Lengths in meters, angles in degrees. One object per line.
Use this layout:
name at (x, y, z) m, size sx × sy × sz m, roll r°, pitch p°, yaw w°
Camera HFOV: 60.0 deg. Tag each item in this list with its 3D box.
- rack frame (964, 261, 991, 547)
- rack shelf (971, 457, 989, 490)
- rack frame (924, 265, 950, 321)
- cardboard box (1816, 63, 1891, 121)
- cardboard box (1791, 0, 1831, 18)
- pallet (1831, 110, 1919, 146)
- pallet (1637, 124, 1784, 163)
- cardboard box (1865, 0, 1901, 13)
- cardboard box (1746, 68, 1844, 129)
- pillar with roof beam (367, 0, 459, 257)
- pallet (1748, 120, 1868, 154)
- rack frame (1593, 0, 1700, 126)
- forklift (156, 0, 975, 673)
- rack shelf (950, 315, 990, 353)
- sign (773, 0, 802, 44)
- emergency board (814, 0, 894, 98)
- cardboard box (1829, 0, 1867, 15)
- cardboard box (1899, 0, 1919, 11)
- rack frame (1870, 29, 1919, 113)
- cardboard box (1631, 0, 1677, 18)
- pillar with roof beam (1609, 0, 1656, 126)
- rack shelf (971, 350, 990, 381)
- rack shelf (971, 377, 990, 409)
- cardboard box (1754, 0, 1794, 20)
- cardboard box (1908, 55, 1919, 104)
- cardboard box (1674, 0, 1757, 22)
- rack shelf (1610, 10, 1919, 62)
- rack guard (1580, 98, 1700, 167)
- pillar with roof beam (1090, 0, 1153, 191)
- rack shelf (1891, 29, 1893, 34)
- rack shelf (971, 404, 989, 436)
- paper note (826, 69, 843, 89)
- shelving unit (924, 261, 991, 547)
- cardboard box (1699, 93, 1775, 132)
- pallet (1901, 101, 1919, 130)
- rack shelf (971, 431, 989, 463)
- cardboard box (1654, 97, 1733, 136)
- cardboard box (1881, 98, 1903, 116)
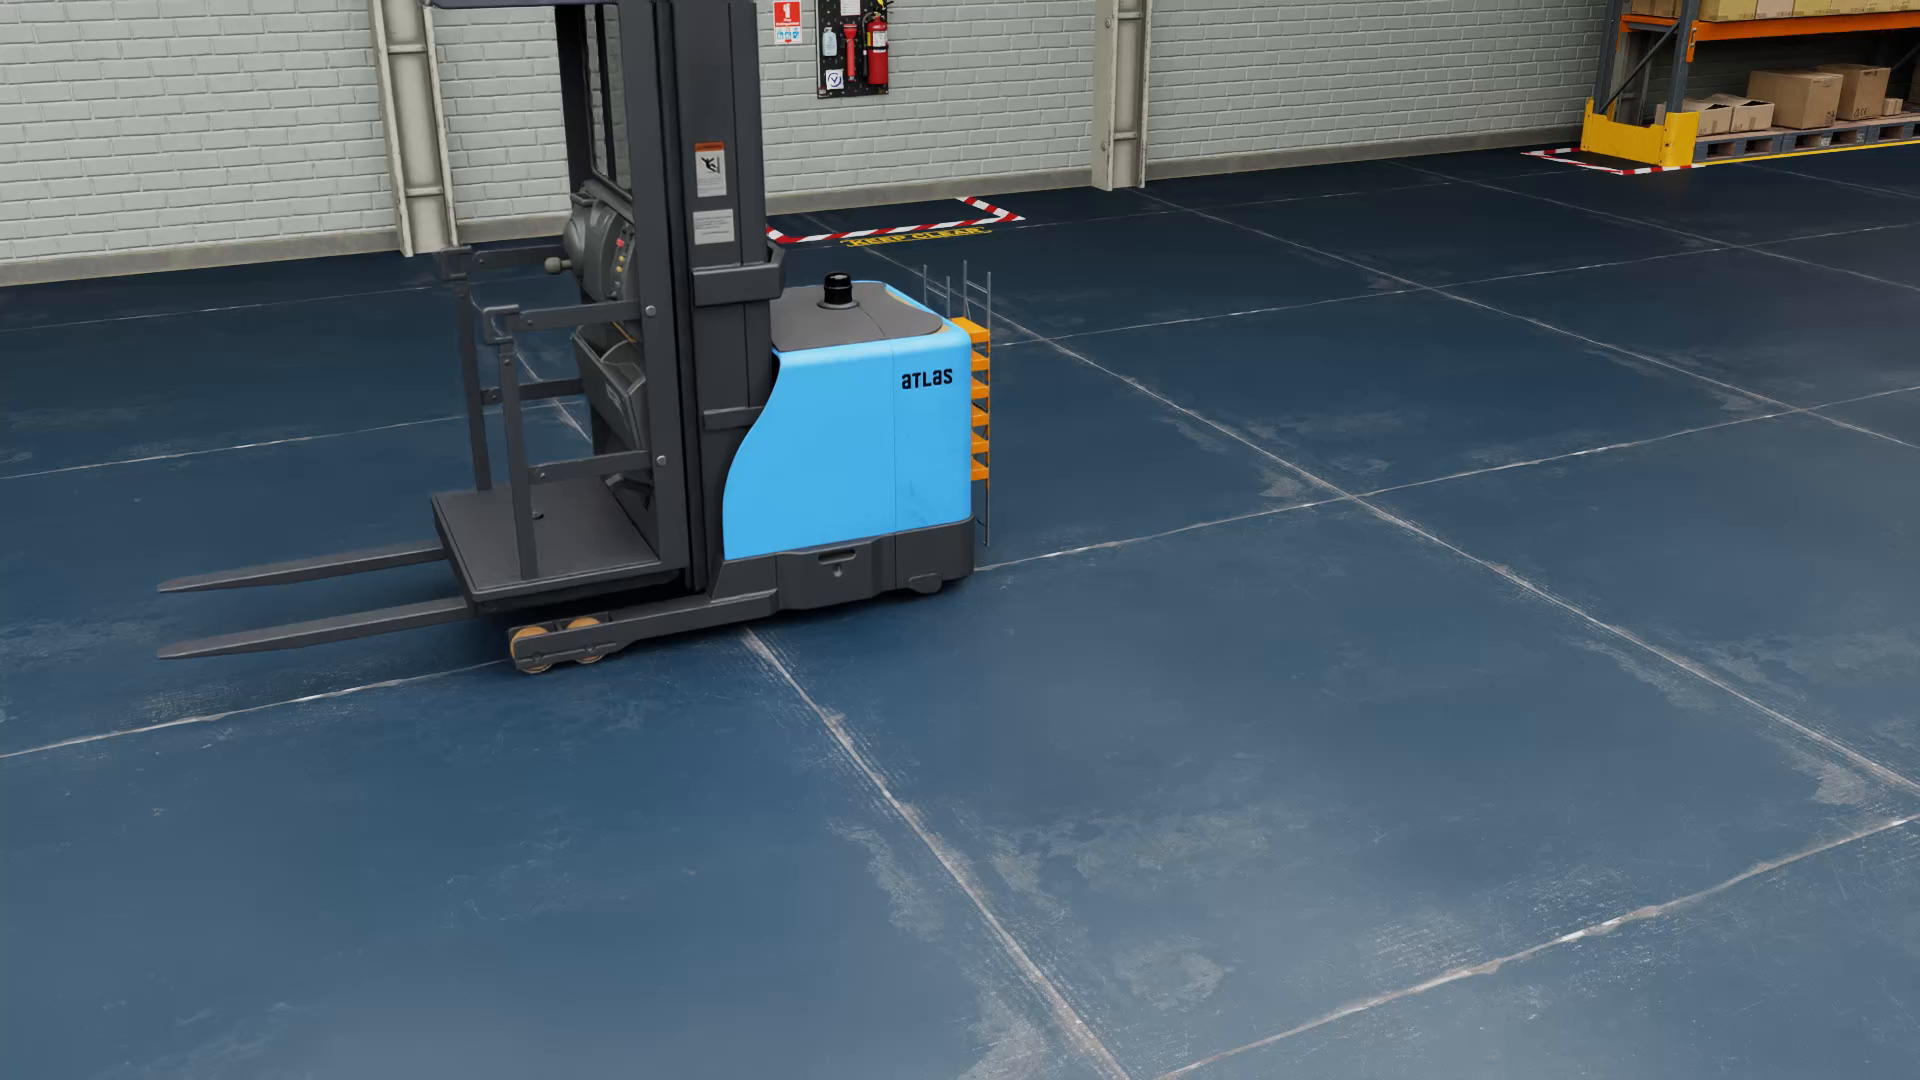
rack frame at (0.069, -0.567, 7.051) m, size 0.006 × 1.200 × 0.240 m, roll -10°, pitch 25°, yaw -24°
rack shelf at (-0.013, -0.289, 7.124) m, size 0.180 × 0.103 × 0.258 m, roll -10°, pitch 25°, yaw -24°
rack frame at (-0.095, -0.537, 6.978) m, size 0.006 × 1.200 × 0.240 m, roll -10°, pitch 25°, yaw -24°
cardboard box at (9.250, -4.669, 17.299) m, size 0.500 × 0.500 × 0.500 m, roll -12°, pitch 26°, yaw -28°
cardboard box at (8.064, -5.228, 16.127) m, size 0.500 × 0.250 × 0.500 m, roll -11°, pitch 25°, yaw -24°
pallet at (9.578, -4.394, 17.590) m, size 1.213 × 0.211 × 1.003 m, roll -10°, pitch 25°, yaw -24°
pallet at (7.379, -3.989, 16.612) m, size 1.213 × 0.211 × 1.003 m, roll -10°, pitch 25°, yaw -24°
cardboard box at (8.973, -5.395, 16.530) m, size 0.500 × 0.250 × 0.500 m, roll -11°, pitch 25°, yaw -24°
cardboard box at (8.422, -4.474, 16.829) m, size 0.500 × 0.500 × 0.700 m, roll -12°, pitch 25°, yaw -27°
pillar with roof beam at (-2.127, -4.855, 7.212) m, size 0.400 × 9.000 × 9.100 m, roll -10°, pitch 25°, yaw -24°
pallet at (8.477, -4.190, 17.097) m, size 1.213 × 0.211 × 1.003 m, roll -10°, pitch 25°, yaw -24°
rack frame at (6.563, -5.143, 15.752) m, size 0.127 × 3.000 × 1.000 m, roll -10°, pitch 25°, yaw -24°
forklift at (-1.504, -1.097, 6.069) m, size 3.031 × 2.935 × 1.130 m, roll -10°, pitch 24°, yaw -22°
rack shelf at (-0.013, -0.844, 6.894) m, size 0.180 × 0.103 × 0.258 m, roll -10°, pitch 25°, yaw -24°
sign at (-1.374, -4.125, 13.247) m, size 0.234 × 0.329 × 0.001 m, roll -10°, pitch 25°, yaw -24°
emergency board at (-0.831, -4.165, 13.390) m, size 0.643 × 1.169 × 0.194 m, roll -10°, pitch 25°, yaw -24°
cardboard box at (8.520, -5.311, 16.328) m, size 0.500 × 0.250 × 0.500 m, roll -10°, pitch 25°, yaw -23°
cardboard box at (9.420, -5.483, 16.745) m, size 0.500 × 0.250 × 0.500 m, roll -10°, pitch 25°, yaw -23°
rack frame at (10.168, -5.806, 17.355) m, size 0.127 × 3.000 × 1.000 m, roll -10°, pitch 25°, yaw -24°
cardboard box at (6.900, -5.227, 16.125) m, size 0.500 × 0.250 × 0.500 m, roll -10°, pitch 25°, yaw -23°
pillar with roof beam at (8.686, -6.845, 12.021) m, size 0.400 × 9.000 × 9.100 m, roll -10°, pitch 25°, yaw -24°
rack shelf at (-0.013, -0.733, 6.940) m, size 0.180 × 0.103 × 0.258 m, roll -10°, pitch 25°, yaw -24°
rack shelf at (-0.013, -0.622, 6.986) m, size 0.180 × 0.103 × 0.258 m, roll -10°, pitch 25°, yaw -24°
cardboard box at (7.602, -5.145, 15.928) m, size 0.500 × 0.250 × 0.500 m, roll -11°, pitch 25°, yaw -25°
cardboard box at (10.824, -4.982, 18.058) m, size 0.500 × 0.500 × 0.700 m, roll -10°, pitch 24°, yaw -22°
cardboard box at (7.141, -5.054, 15.708) m, size 0.500 × 0.250 × 0.500 m, roll -11°, pitch 25°, yaw -25°
rack shelf at (8.365, -5.142, 16.691) m, size 4.000 × 0.370 × 1.077 m, roll -10°, pitch 25°, yaw -24°
rack guard at (6.632, -4.000, 16.260) m, size 0.348 × 0.500 × 1.175 m, roll -10°, pitch 25°, yaw -24°
pillar with roof beam at (3.280, -5.850, 9.617) m, size 0.400 × 9.000 × 9.100 m, roll -10°, pitch 25°, yaw -24°
rack shelf at (11.970, -5.806, 18.294) m, size 4.000 × 0.370 × 1.077 m, roll -10°, pitch 25°, yaw -24°
rack shelf at (-0.013, -0.511, 7.032) m, size 0.180 × 0.103 × 0.258 m, roll -10°, pitch 25°, yaw -24°
paper note at (-1.020, -3.752, 13.545) m, size 0.142 × 0.148 × 0.016 m, roll -10°, pitch 25°, yaw -24°
shelving unit at (-0.013, -0.552, 7.015) m, size 0.189 × 1.200 × 0.258 m, roll -10°, pitch 25°, yaw -24°
cardboard box at (7.739, -4.282, 16.613) m, size 0.500 × 0.311 × 0.500 m, roll -8°, pitch 24°, yaw -19°
pallet at (10.868, -4.647, 18.201) m, size 1.213 × 0.211 × 1.003 m, roll -10°, pitch 25°, yaw -24°
rack shelf at (-0.013, -0.400, 7.078) m, size 0.180 × 0.103 × 0.258 m, roll -10°, pitch 25°, yaw -24°
cardboard box at (7.226, -4.187, 16.384) m, size 0.500 × 0.311 × 0.500 m, roll -14°, pitch 26°, yaw -30°
cardboard box at (9.698, -4.601, 17.573) m, size 0.250 × 0.166 × 0.380 m, roll -14°, pitch 26°, yaw -30°
